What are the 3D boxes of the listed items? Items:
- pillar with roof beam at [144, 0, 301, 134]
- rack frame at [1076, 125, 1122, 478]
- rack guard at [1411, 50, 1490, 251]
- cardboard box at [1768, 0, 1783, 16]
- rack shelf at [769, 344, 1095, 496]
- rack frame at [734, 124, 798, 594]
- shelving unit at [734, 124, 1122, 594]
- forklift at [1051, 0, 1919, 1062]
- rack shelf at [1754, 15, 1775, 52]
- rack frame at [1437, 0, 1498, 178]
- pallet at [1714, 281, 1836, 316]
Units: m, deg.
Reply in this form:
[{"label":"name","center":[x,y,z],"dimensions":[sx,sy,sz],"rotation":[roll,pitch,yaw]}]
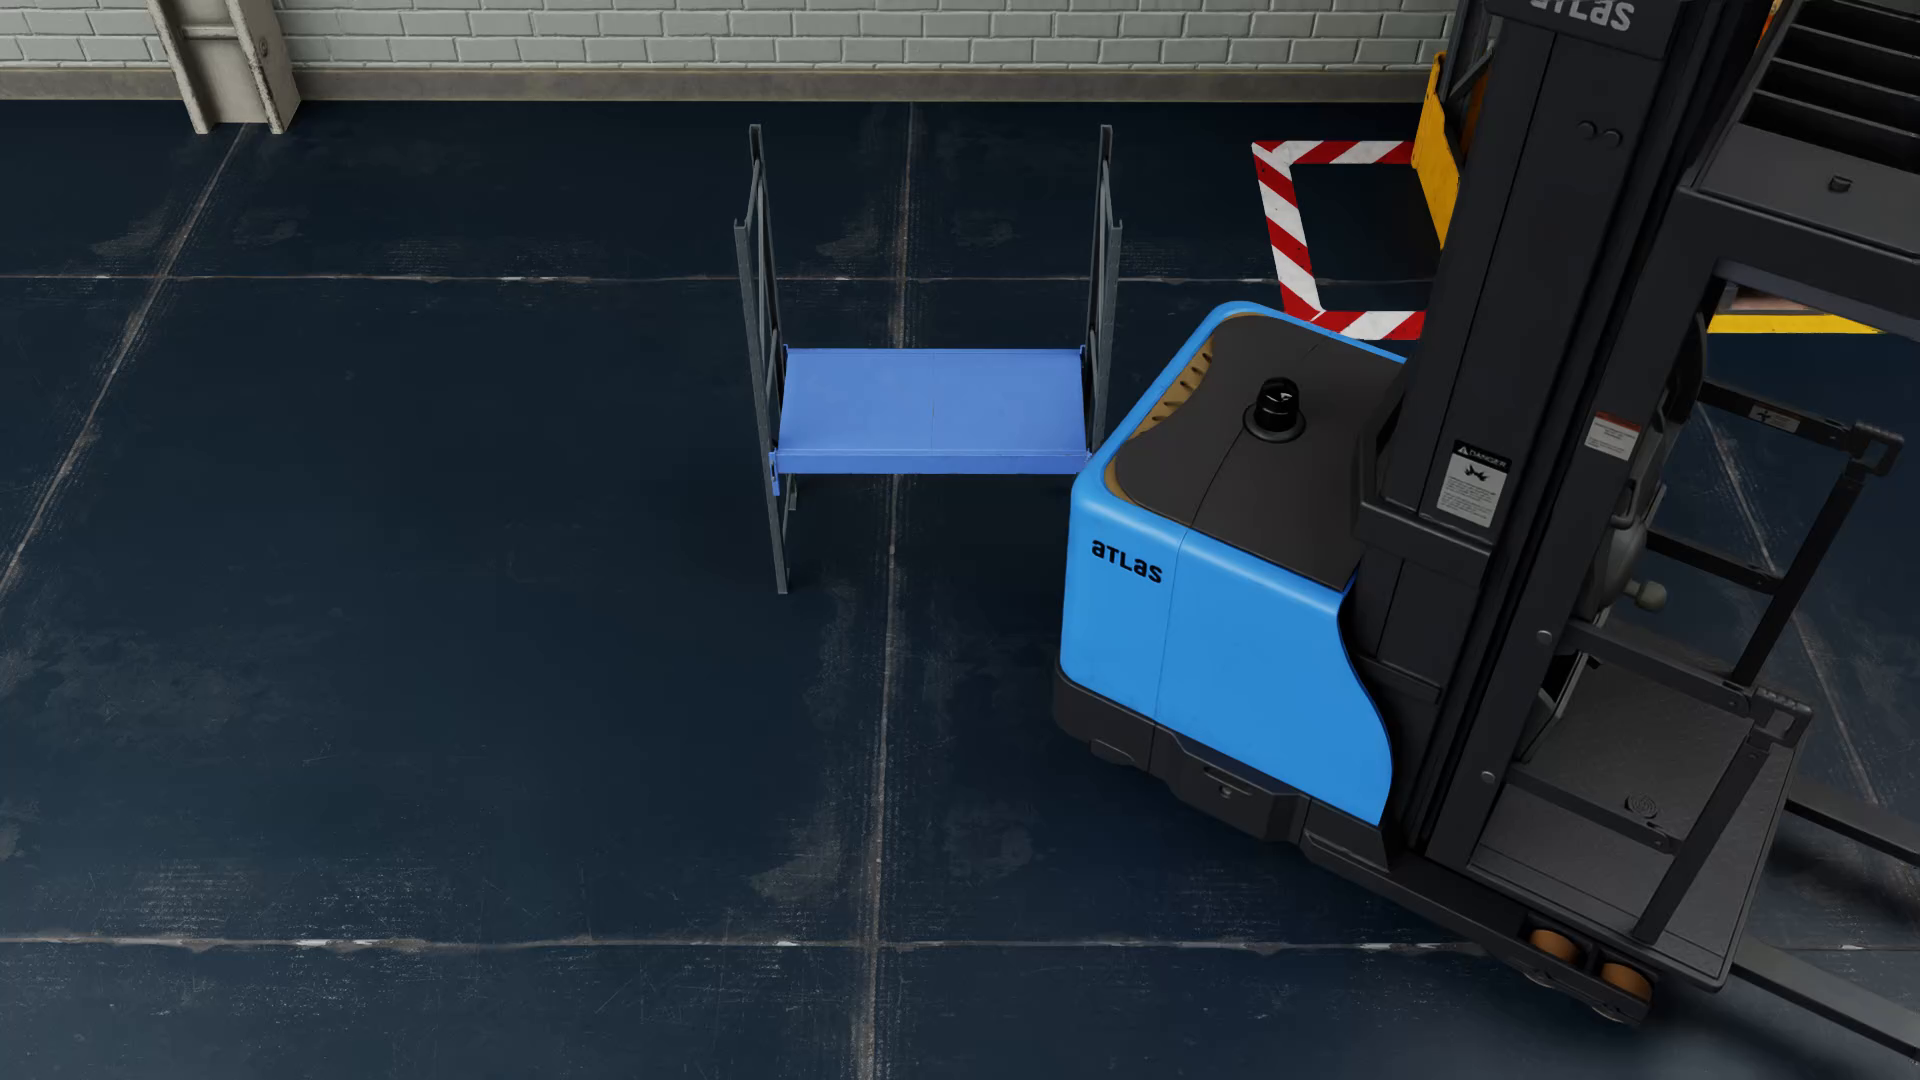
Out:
[{"label":"pillar with roof beam","center":[-3.239,-1.847,1.321],"dimensions":[0.400,9.000,9.100],"rotation":[0,47,0]},{"label":"rack frame","center":[0.423,-0.510,5.200],"dimensions":[0.032,1.500,0.500],"rotation":[0,47,0]},{"label":"rack guard","center":[2.149,-1.455,6.762],"dimensions":[0.348,0.500,1.175],"rotation":[0,47,0]},{"label":"cardboard box","center":[2.560,-2.028,5.678],"dimensions":[0.500,0.250,0.500],"rotation":[-1,47,-1]},{"label":"rack shelf","center":[-0.085,-0.389,5.333],"dimensions":[1.000,0.185,0.538],"rotation":[0,47,0]},{"label":"rack frame","center":[-0.594,-0.513,5.203],"dimensions":[0.032,1.500,0.500],"rotation":[0,47,0]},{"label":"shelving unit","center":[-0.085,-0.511,5.201],"dimensions":[1.048,1.500,0.538],"rotation":[0,47,0]},{"label":"forklift","center":[1.807,-0.138,3.877],"dimensions":[3.031,2.935,1.130],"rotation":[24,52,21]},{"label":"rack shelf","center":[4.073,-2.056,6.106],"dimensions":[4.000,0.370,1.077],"rotation":[0,47,0]},{"label":"rack frame","center":[2.073,-2.306,5.848],"dimensions":[0.127,3.000,1.000],"rotation":[0,47,0]},{"label":"pallet","center":[2.962,-1.328,6.842],"dimensions":[1.213,0.211,1.003],"rotation":[0,47,0]}]
